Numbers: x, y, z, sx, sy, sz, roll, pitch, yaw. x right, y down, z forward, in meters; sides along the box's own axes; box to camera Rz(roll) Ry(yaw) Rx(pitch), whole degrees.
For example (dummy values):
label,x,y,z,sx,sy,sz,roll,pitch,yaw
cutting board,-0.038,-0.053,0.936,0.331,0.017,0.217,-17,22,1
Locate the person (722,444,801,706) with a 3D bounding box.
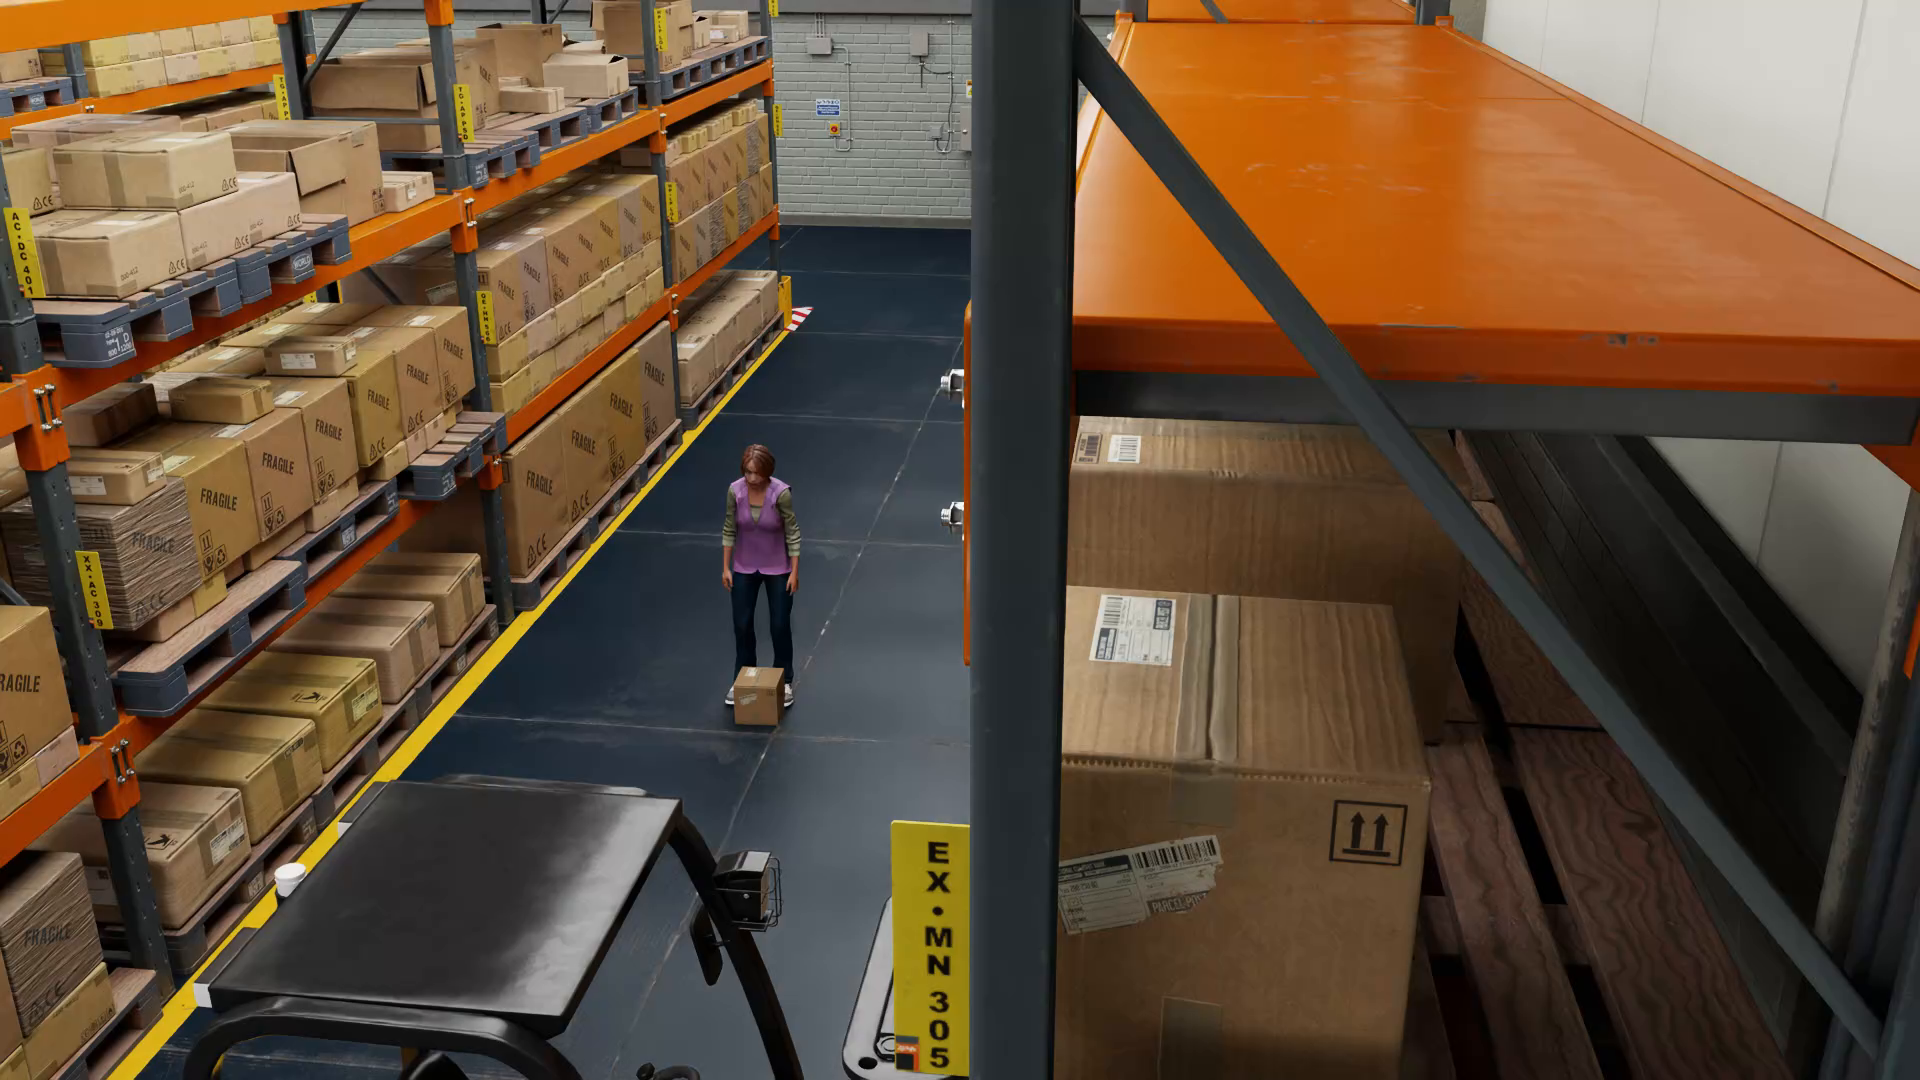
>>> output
label,x,y,z,sx,sy,sz,roll,pitch,yaw
person,-1.143,0.193,9.609,0.461,1.593,0.343,3,22,7
